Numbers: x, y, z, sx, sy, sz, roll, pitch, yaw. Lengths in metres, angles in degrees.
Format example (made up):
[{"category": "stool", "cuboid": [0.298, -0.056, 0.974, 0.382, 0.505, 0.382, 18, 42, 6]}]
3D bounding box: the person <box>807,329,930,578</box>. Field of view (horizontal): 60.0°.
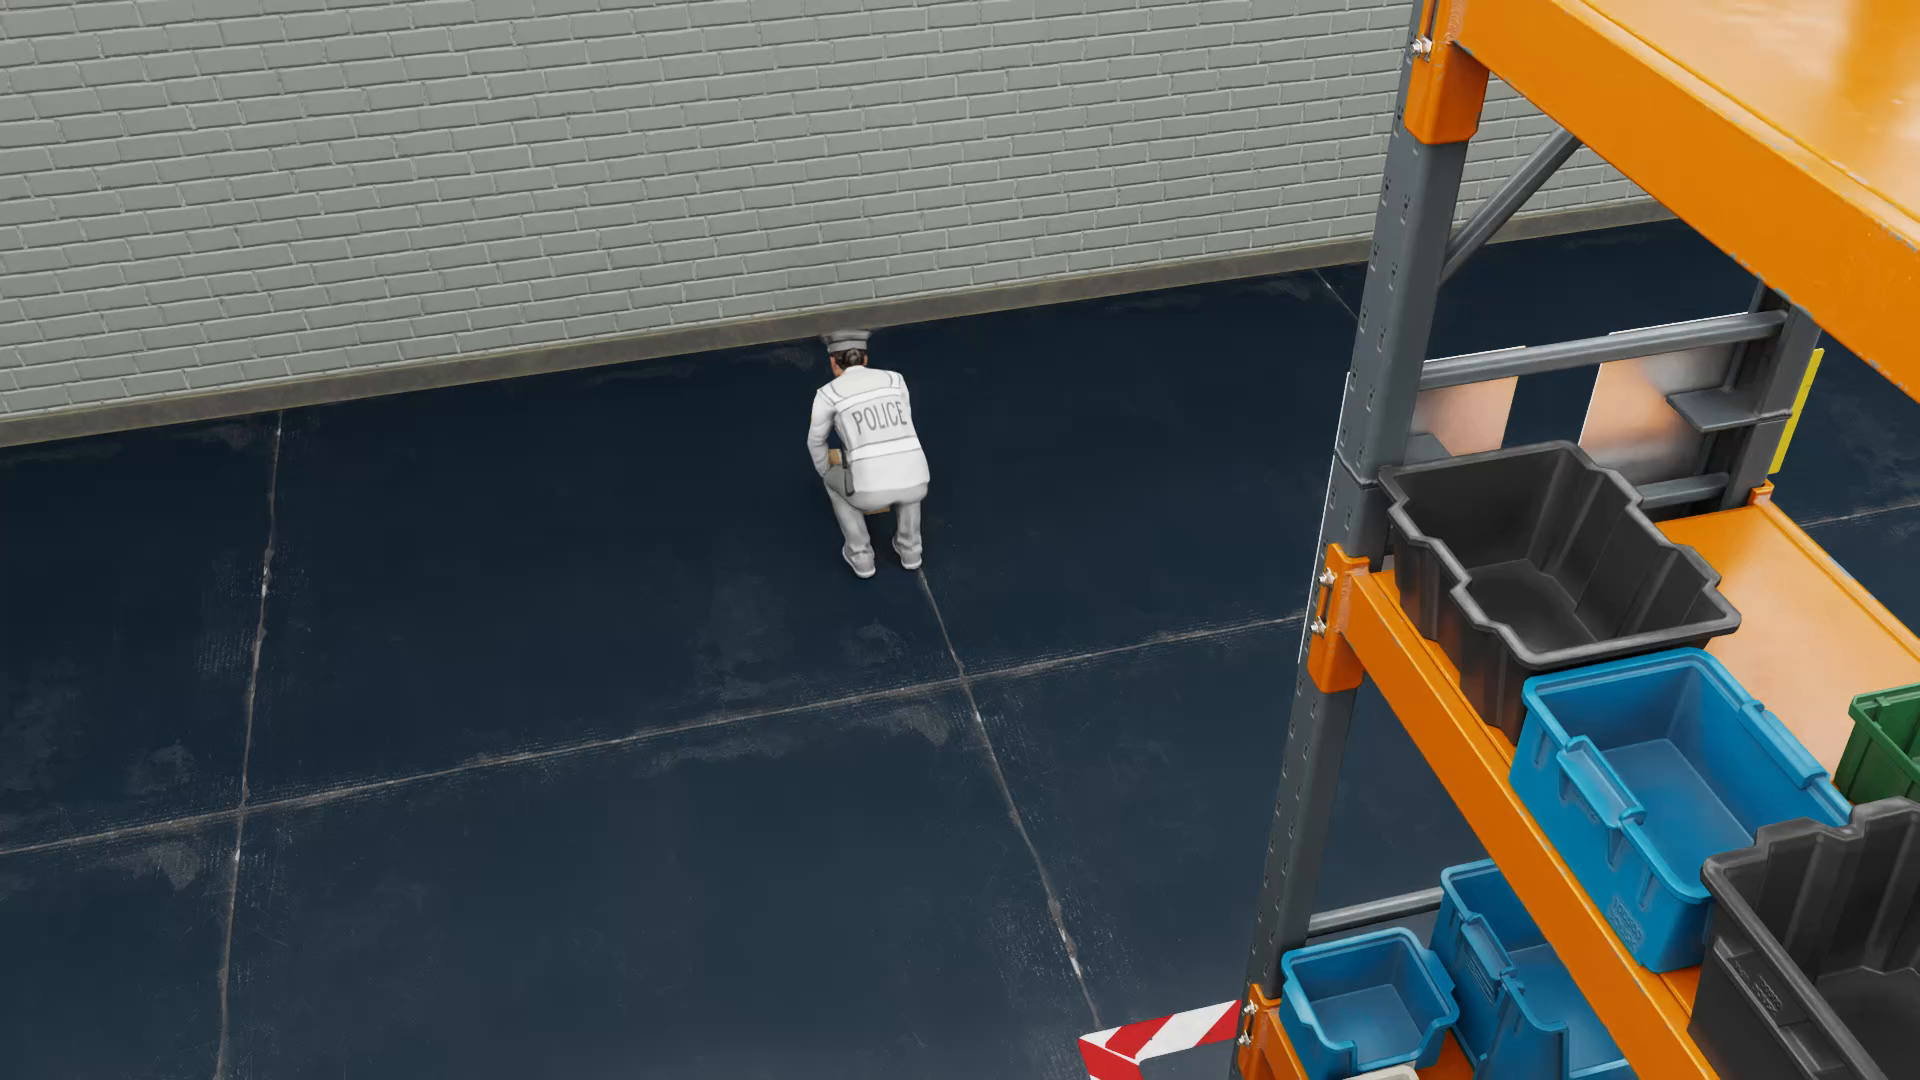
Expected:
[{"category": "person", "cuboid": [-0.432, -0.393, 7.687, 0.505, 1.075, 0.826, -10, 39, -12]}]
